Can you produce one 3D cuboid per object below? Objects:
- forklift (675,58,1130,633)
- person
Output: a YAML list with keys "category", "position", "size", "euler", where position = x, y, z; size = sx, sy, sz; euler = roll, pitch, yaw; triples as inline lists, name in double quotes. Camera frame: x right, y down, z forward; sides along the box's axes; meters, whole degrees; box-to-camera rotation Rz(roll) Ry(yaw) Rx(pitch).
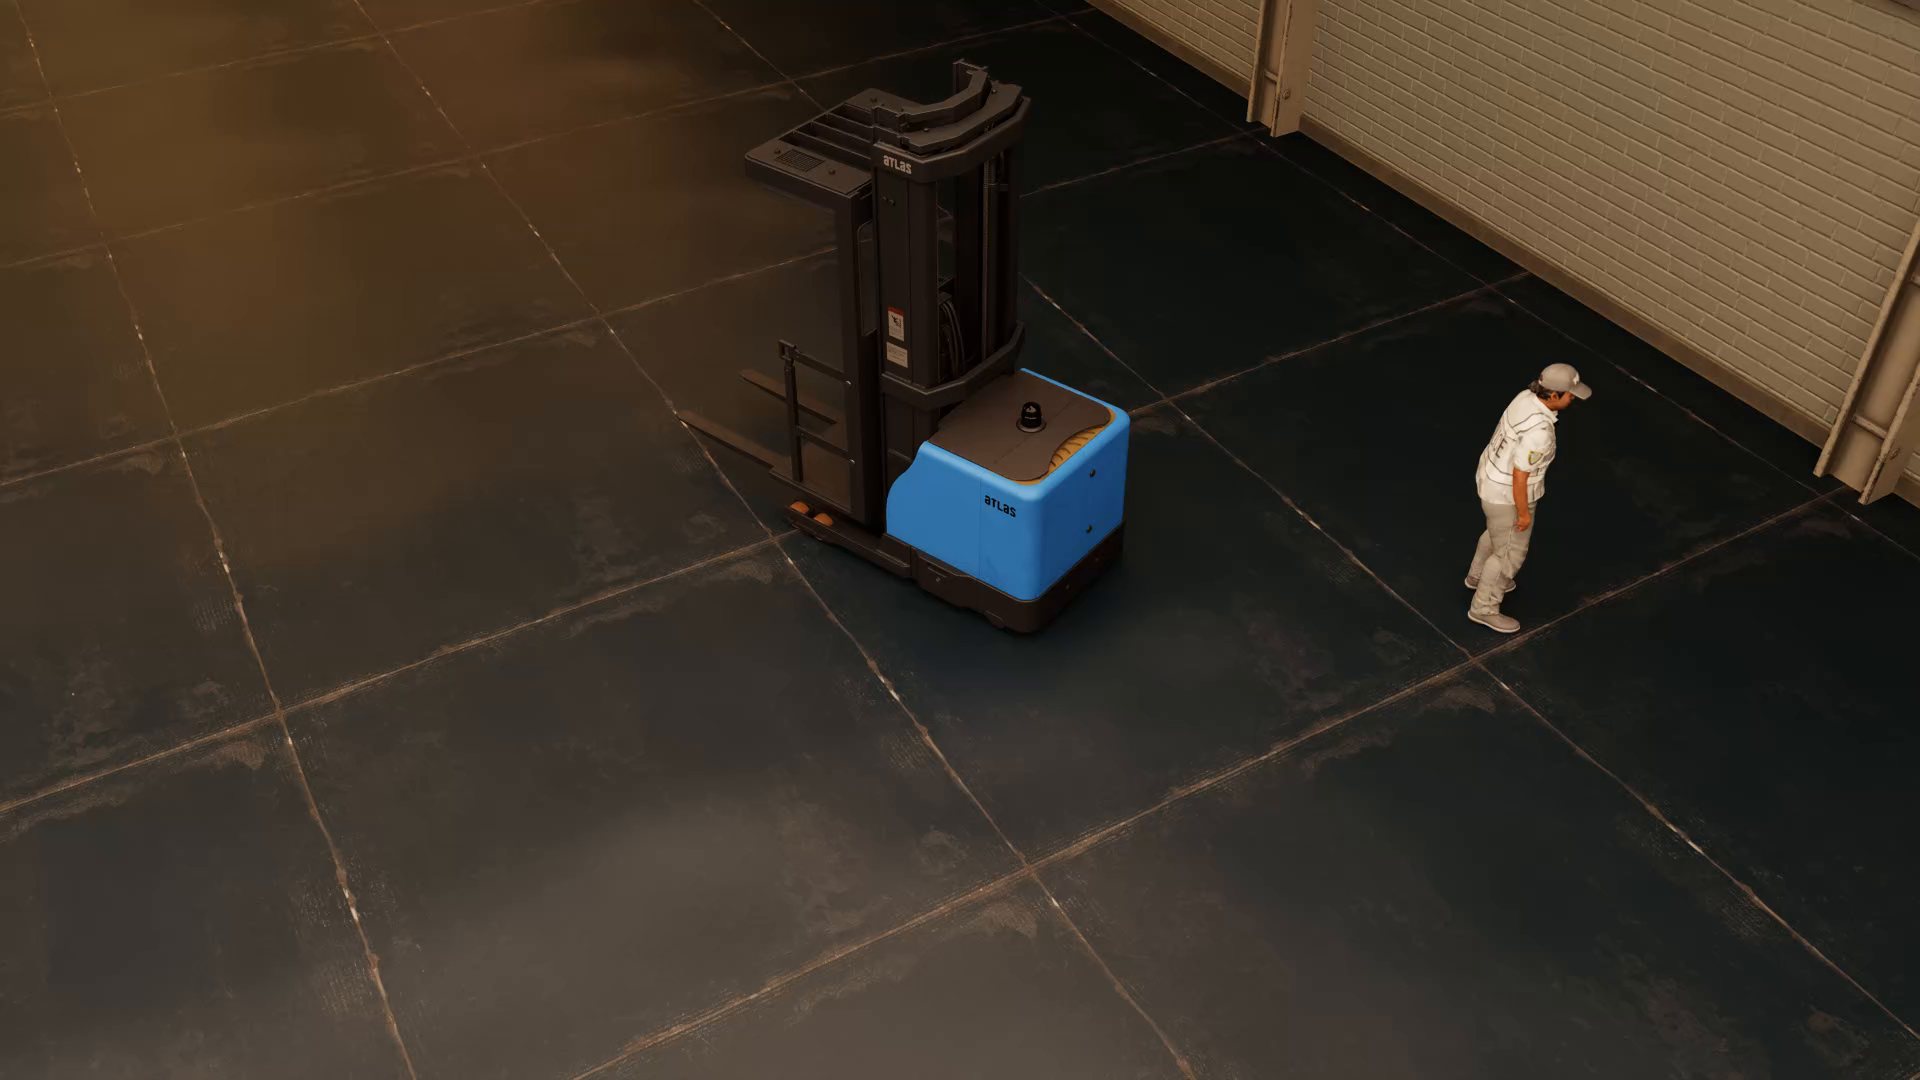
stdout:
- category: "forklift"
  position: [-0.481, -1.366, 9.683]
  size: [3.031, 2.935, 1.130]
  euler: [26, 46, 28]
- category: "person"
  position: [3.146, -0.274, 9.359]
  size: [0.468, 1.666, 0.542]
  euler: [8, 40, 9]
